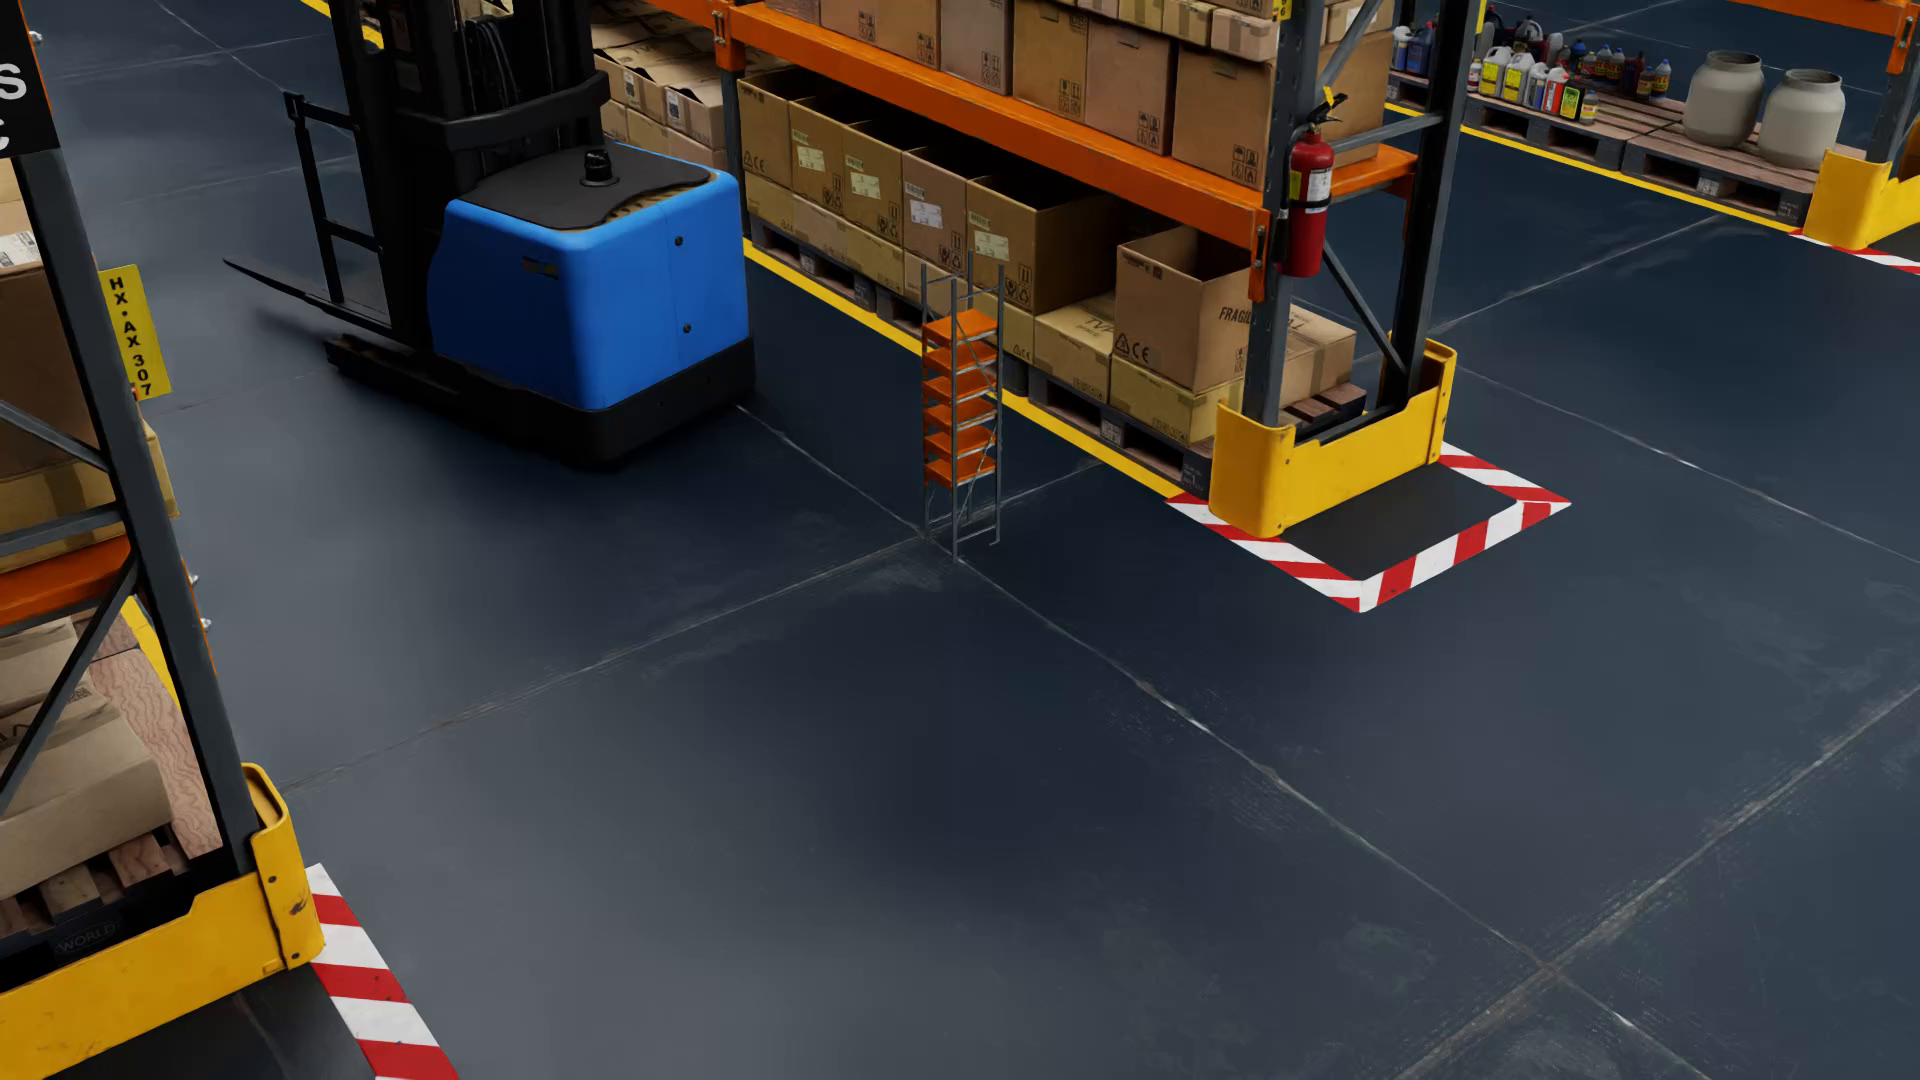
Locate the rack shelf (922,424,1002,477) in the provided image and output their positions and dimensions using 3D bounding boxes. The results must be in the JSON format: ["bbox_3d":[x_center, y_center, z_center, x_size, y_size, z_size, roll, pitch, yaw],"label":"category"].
[{"bbox_3d":[0.009,-0.364,6.510,0.258,0.103,0.180,-22,38,-31],"label":"rack shelf"}]

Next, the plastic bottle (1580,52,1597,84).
[{"bbox_3d":[4.281,-3.218,11.323,0.097,0.201,0.097,0,32,0],"label":"plastic bottle"}]

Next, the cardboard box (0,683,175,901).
[{"bbox_3d":[-2.700,0.706,4.902,0.500,0.311,0.500,-27,41,-36],"label":"cardboard box"}]

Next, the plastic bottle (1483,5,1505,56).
[{"bbox_3d":[3.767,-3.611,11.815,0.144,0.351,0.185,-24,39,-34],"label":"plastic bottle"}]

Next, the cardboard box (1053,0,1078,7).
[{"bbox_3d":[0.547,-2.382,7.033,0.380,0.149,0.250,-21,38,-30],"label":"cardboard box"}]

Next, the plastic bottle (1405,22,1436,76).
[{"bbox_3d":[3.194,-3.395,11.468,0.144,0.351,0.185,-21,38,-30],"label":"plastic bottle"}]

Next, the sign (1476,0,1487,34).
[{"bbox_3d":[2.006,-2.115,6.417,0.100,0.325,0.005,-22,38,-31],"label":"sign"}]

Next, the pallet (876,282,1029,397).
[{"bbox_3d":[0.318,-1.165,8.426,1.003,0.211,1.213,-22,38,-31],"label":"pallet"}]

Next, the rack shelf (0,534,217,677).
[{"bbox_3d":[-3.573,-0.460,5.330,1.077,0.370,4.000,-22,38,-31],"label":"rack shelf"}]

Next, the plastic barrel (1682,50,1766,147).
[{"bbox_3d":[4.708,-2.717,10.242,0.421,0.512,0.421,0,32,0],"label":"plastic barrel"}]

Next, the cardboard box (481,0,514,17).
[{"bbox_3d":[-2.923,-3.590,11.363,0.500,0.311,0.500,-23,39,-33],"label":"cardboard box"}]

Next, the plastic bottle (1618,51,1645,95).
[{"bbox_3d":[4.489,-3.127,11.099,0.061,0.283,0.133,-22,38,-31],"label":"plastic bottle"}]

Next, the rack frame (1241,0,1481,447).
[{"bbox_3d":[1.564,-1.536,6.381,1.000,3.000,0.127,-22,38,-31],"label":"rack frame"}]

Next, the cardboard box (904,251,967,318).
[{"bbox_3d":[0.073,-1.296,8.202,0.500,0.250,0.500,-22,38,-31],"label":"cardboard box"}]

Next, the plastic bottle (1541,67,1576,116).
[{"bbox_3d":[3.874,-2.905,10.748,0.152,0.276,0.135,-22,38,-31],"label":"plastic bottle"}]

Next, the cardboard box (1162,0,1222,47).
[{"bbox_3d":[1.018,-2.061,6.515,0.380,0.149,0.250,-21,38,-30],"label":"cardboard box"}]

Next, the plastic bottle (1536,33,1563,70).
[{"bbox_3d":[4.061,-3.376,11.507,0.152,0.276,0.135,-22,38,-31],"label":"plastic bottle"}]

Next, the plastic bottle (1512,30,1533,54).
[{"bbox_3d":[3.900,-3.404,11.545,0.061,0.283,0.133,-22,38,-31],"label":"plastic bottle"}]

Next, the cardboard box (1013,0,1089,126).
[{"bbox_3d":[0.662,-2.204,7.360,0.700,0.500,0.500,-22,38,-31],"label":"cardboard box"}]

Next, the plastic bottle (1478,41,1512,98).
[{"bbox_3d":[3.570,-3.140,11.056,0.144,0.351,0.185,-23,38,-32],"label":"plastic bottle"}]

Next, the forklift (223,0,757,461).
[{"bbox_3d":[-2.444,-2.198,7.510,3.031,2.935,1.130,21,38,30],"label":"forklift"}]

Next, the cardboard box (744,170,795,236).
[{"bbox_3d":[-0.844,-1.922,9.210,0.500,0.250,0.500,-22,38,-31],"label":"cardboard box"}]

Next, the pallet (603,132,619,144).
[{"bbox_3d":[-2.123,-2.822,11.094,1.003,0.211,1.213,-22,38,-31],"label":"pallet"}]

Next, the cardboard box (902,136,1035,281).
[{"bbox_3d":[0.070,-1.613,8.002,0.500,0.500,0.500,-22,38,-31],"label":"cardboard box"}]

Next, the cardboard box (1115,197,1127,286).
[{"bbox_3d":[0.786,-1.573,7.937,0.500,0.500,0.500,-22,38,-31],"label":"cardboard box"}]

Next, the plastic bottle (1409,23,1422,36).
[{"bbox_3d":[3.179,-3.472,11.654,0.061,0.283,0.133,-22,38,-31],"label":"plastic bottle"}]

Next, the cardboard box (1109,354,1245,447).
[{"bbox_3d":[1.002,-0.675,7.201,0.500,0.250,0.500,-22,38,-31],"label":"cardboard box"}]

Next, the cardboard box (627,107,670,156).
[{"bbox_3d":[-1.681,-2.504,10.147,0.500,0.250,0.500,-23,39,-32],"label":"cardboard box"}]

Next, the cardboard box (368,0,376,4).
[{"bbox_3d":[-4.417,-4.525,13.145,0.500,0.500,0.500,-24,39,-33],"label":"cardboard box"}]

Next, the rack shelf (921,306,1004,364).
[{"bbox_3d":[0.009,-0.772,6.257,0.258,0.103,0.180,-22,38,-31],"label":"rack shelf"}]

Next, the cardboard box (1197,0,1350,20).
[{"bbox_3d":[1.256,-2.351,6.368,0.700,0.500,0.500,-22,38,-31],"label":"cardboard box"}]

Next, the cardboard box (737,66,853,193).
[{"bbox_3d":[-0.851,-2.238,9.007,0.500,0.500,0.500,-22,38,-31],"label":"cardboard box"}]

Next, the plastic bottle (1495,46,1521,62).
[{"bbox_3d":[3.672,-3.166,11.170,0.152,0.276,0.135,-22,38,-31],"label":"plastic bottle"}]

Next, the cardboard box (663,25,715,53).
[{"bbox_3d":[-1.566,-3.131,10.624,0.500,0.311,0.500,-24,39,-33],"label":"cardboard box"}]

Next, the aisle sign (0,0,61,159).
[{"bbox_3d":[-2.065,-1.104,3.220,0.394,0.787,0.004,-22,38,-31],"label":"aisle sign"}]

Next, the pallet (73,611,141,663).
[{"bbox_3d":[-3.607,0.363,5.966,1.003,0.211,1.213,-22,38,-31],"label":"pallet"}]

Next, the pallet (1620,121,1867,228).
[{"bbox_3d":[4.902,-2.310,10.269,1.003,0.211,1.213,-22,38,-31],"label":"pallet"}]

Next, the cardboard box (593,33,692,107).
[{"bbox_3d":[-1.991,-2.952,10.336,0.500,0.311,0.500,-22,38,-32],"label":"cardboard box"}]

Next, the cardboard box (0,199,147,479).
[{"bbox_3d":[-2.402,-0.492,4.111,0.500,0.500,0.500,-22,38,-31],"label":"cardboard box"}]

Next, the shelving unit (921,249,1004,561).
[{"bbox_3d":[0.009,-0.504,6.424,0.258,1.200,0.189,-22,38,-31],"label":"shelving unit"}]

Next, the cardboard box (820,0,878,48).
[{"bbox_3d":[-0.283,-2.845,8.393,0.700,0.500,0.500,-23,38,-32],"label":"cardboard box"}]

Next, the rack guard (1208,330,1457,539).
[{"bbox_3d":[1.579,-0.465,7.024,1.175,0.500,0.348,-22,38,-31],"label":"rack guard"}]

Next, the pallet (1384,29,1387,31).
[{"bbox_3d":[2.514,-3.935,12.885,1.003,0.211,1.213,-22,38,-31],"label":"pallet"}]

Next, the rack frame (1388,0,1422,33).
[{"bbox_3d":[3.027,-4.805,11.643,1.000,3.000,0.127,-22,38,-31],"label":"rack frame"}]
